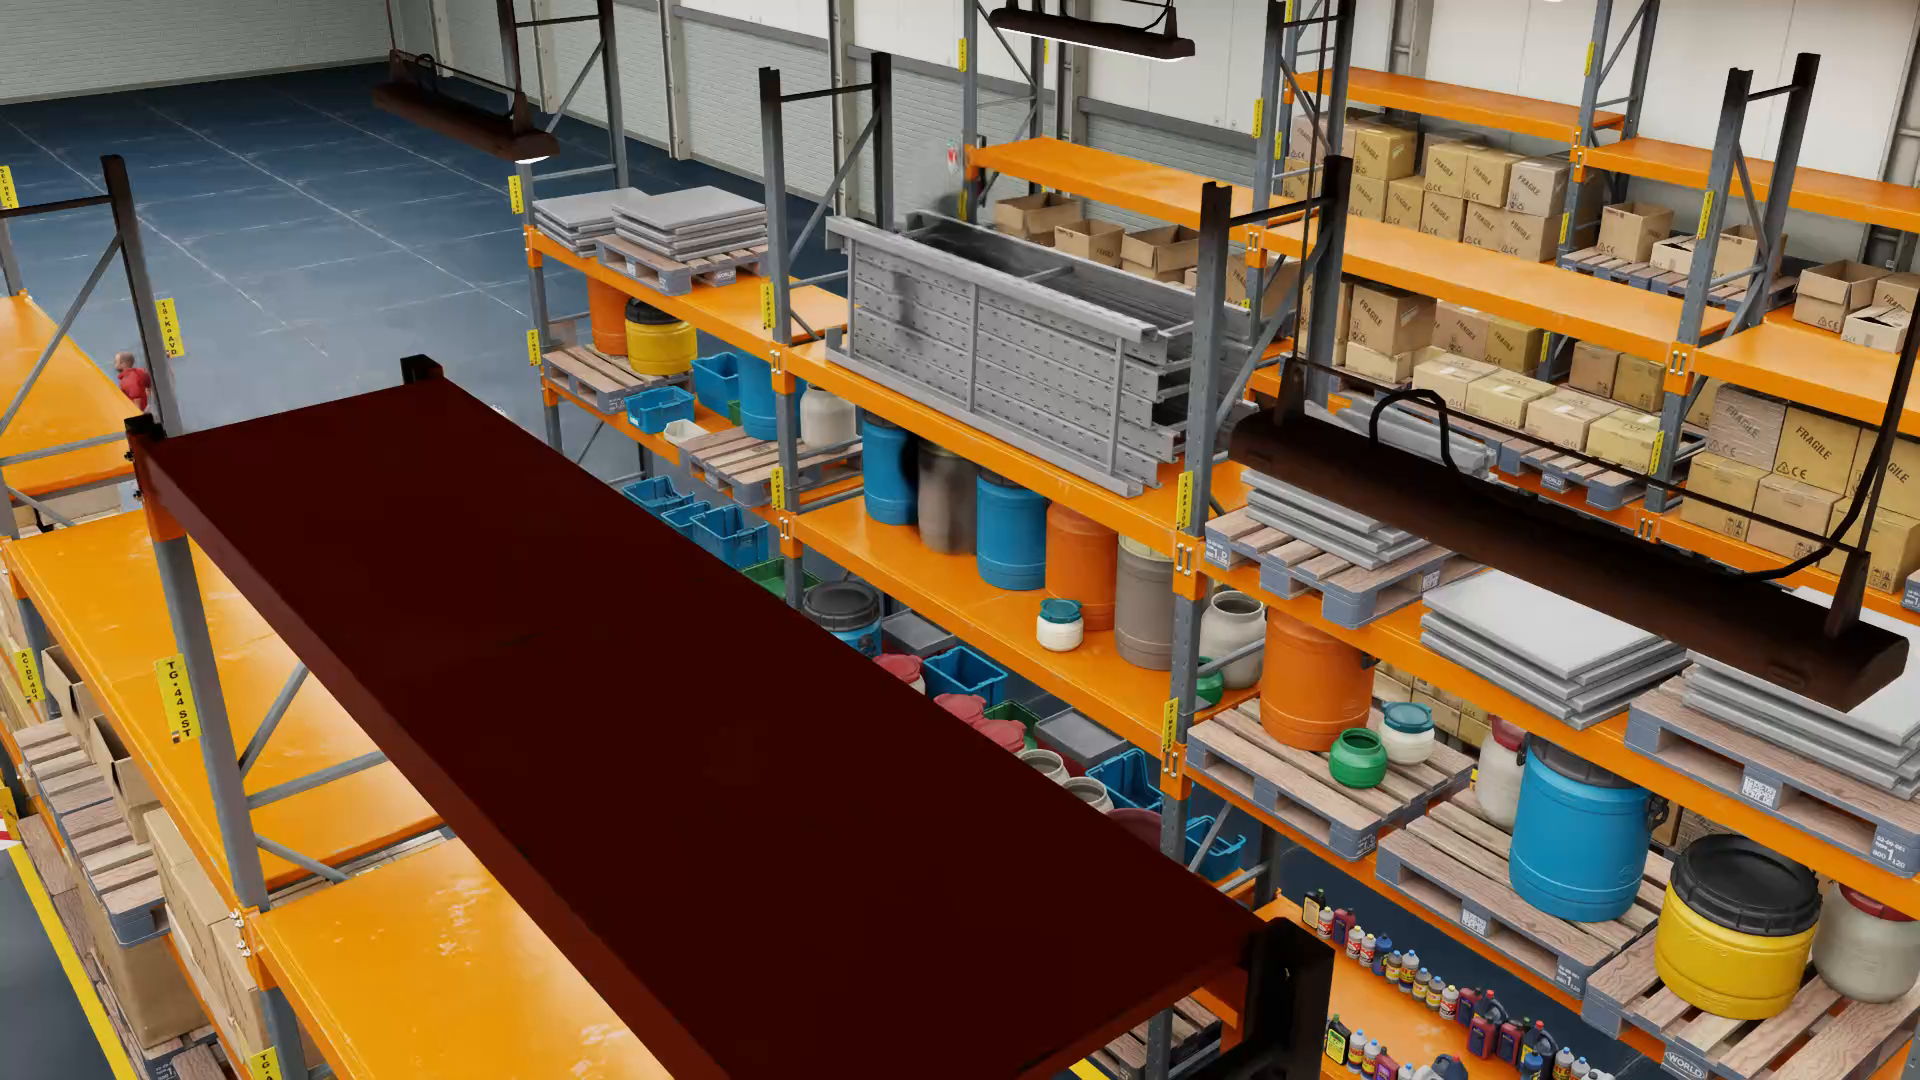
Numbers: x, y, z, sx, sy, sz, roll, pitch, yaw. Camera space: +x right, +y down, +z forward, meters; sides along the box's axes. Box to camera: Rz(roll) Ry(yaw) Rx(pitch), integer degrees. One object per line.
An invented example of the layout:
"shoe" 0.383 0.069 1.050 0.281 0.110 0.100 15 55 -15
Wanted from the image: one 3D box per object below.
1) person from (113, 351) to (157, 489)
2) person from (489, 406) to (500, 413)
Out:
"person" -9.390 -1.374 19.188 0.662 1.690 0.690 -6 26 -12
"person" -4.814 -0.557 17.291 0.905 1.779 0.696 0 26 -1
